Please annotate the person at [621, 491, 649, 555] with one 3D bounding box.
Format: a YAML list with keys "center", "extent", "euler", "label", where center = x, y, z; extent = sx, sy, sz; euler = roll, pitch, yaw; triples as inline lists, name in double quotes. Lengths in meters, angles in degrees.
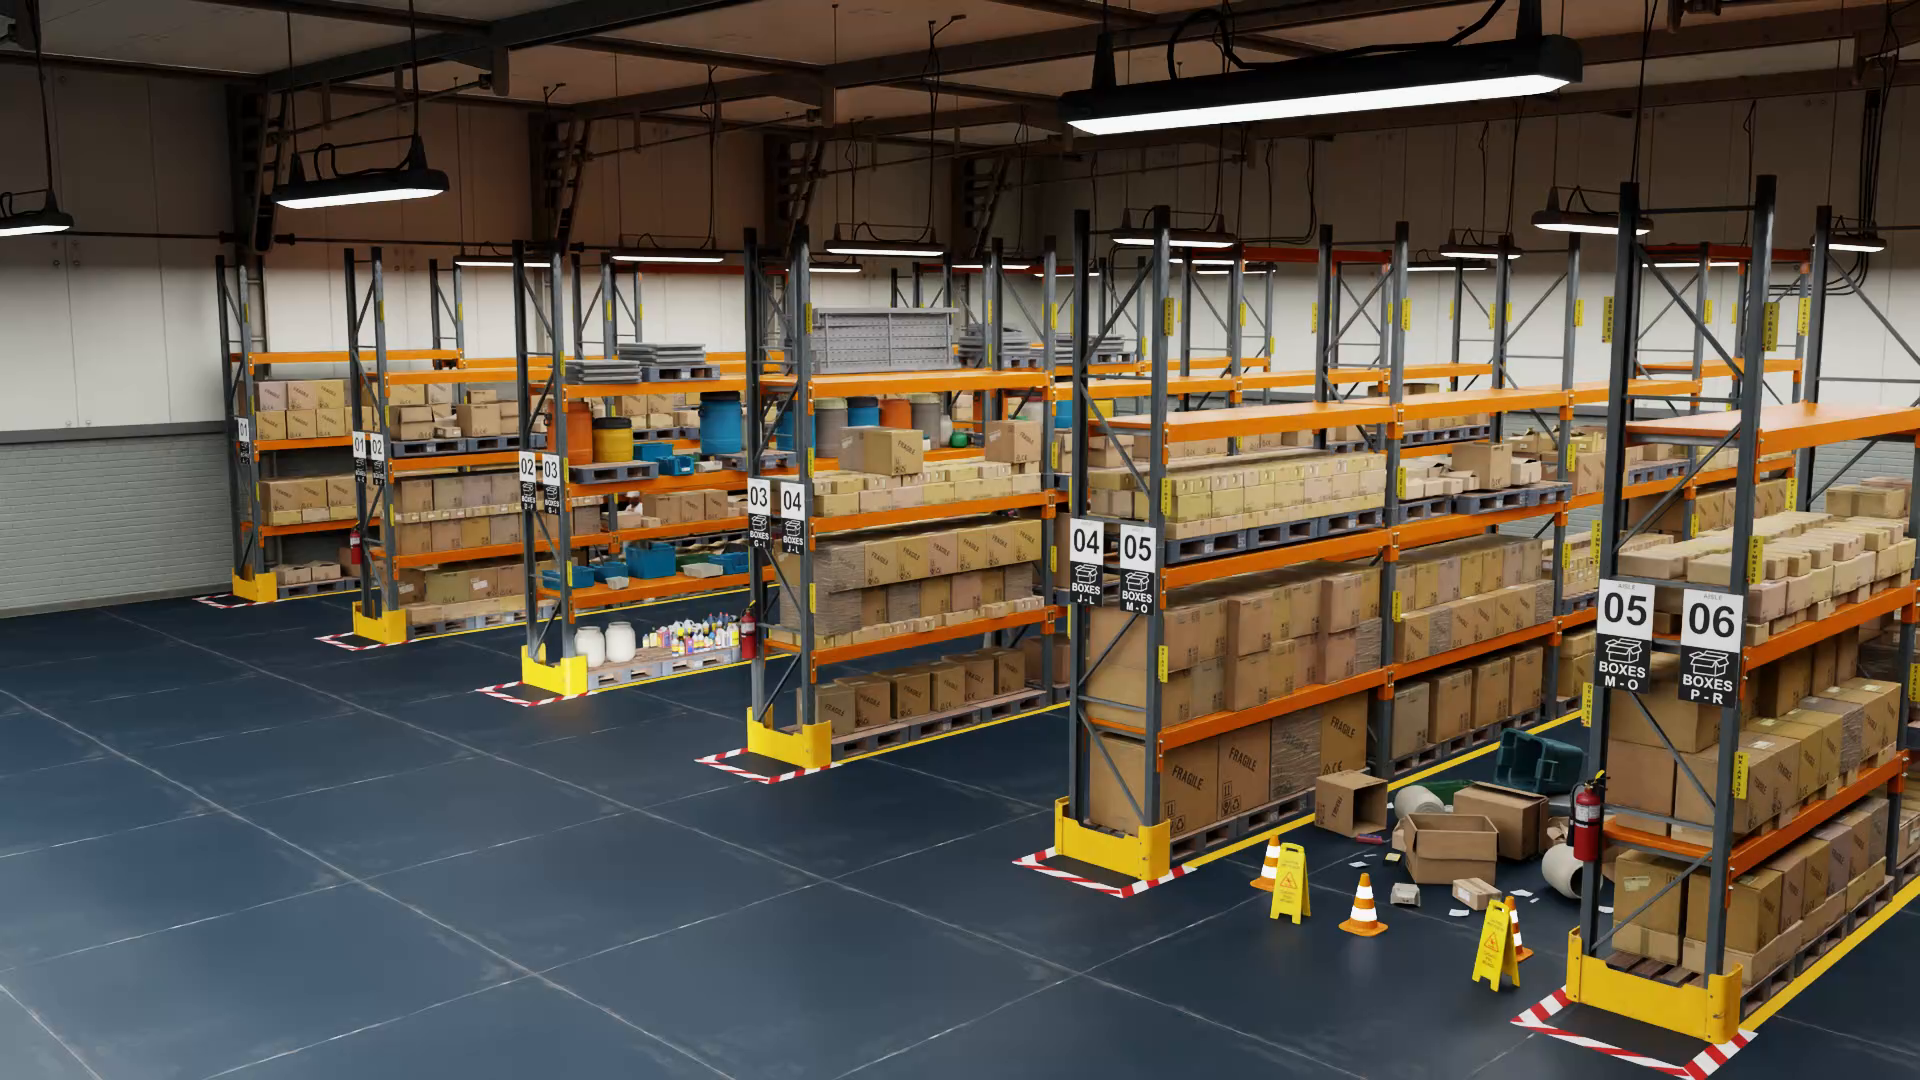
- center: [-6.086, -0.095, 30.965]
  extent: [0.584, 1.712, 0.988]
  euler: [5, 10, 32]
  label: "person"

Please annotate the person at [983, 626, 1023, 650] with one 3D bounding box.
- center: [0.575, 1.004, 23.566]
  extent: [0.908, 1.639, 0.458]
  euler: [-4, 9, -28]
  label: "person"
